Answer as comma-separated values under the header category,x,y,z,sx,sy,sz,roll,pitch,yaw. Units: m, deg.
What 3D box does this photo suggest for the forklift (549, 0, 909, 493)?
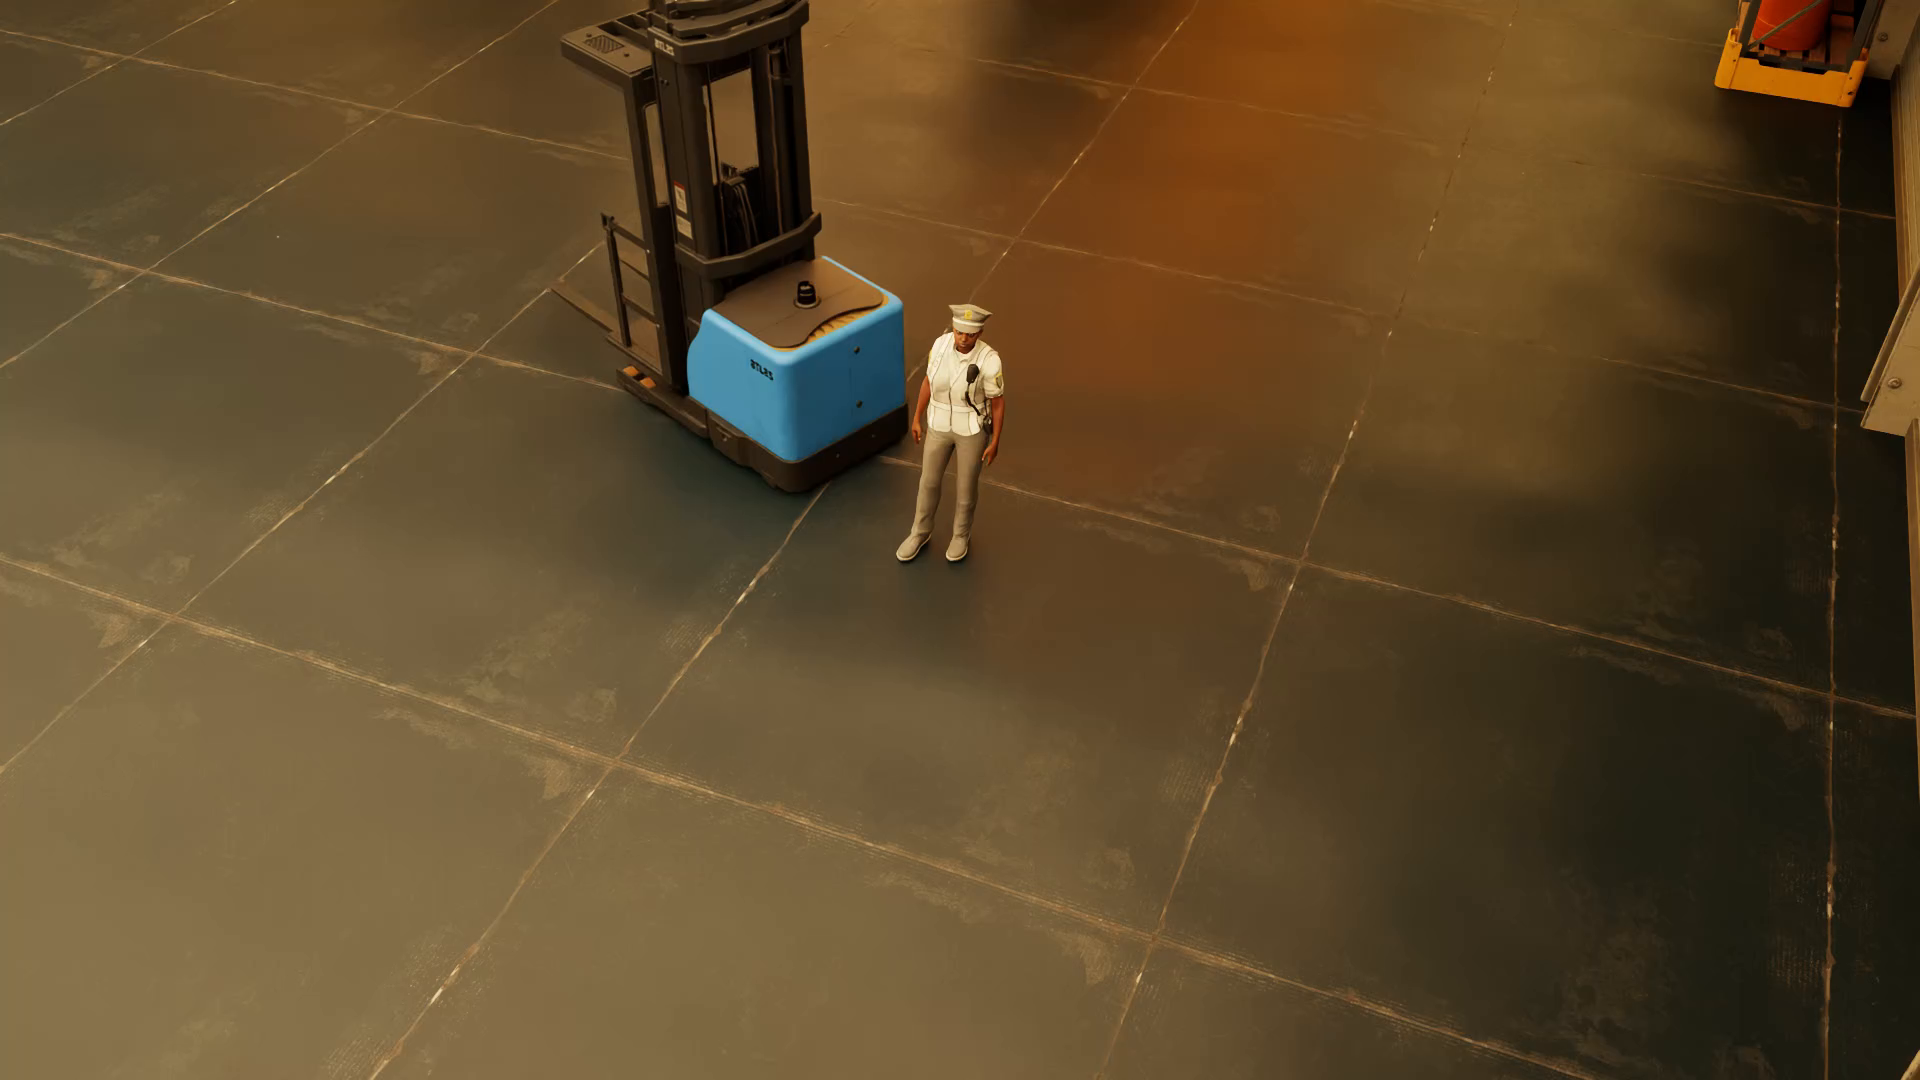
category,x,y,z,sx,sy,sz,roll,pitch,yaw
forklift,-1.725,-2.274,10.723,1.130,2.935,3.031,-32,49,-32

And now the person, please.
category,x,y,z,sx,sy,sz,roll,pitch,yaw
person,-0.047,-0.615,9.694,0.569,1.694,0.528,15,42,17
